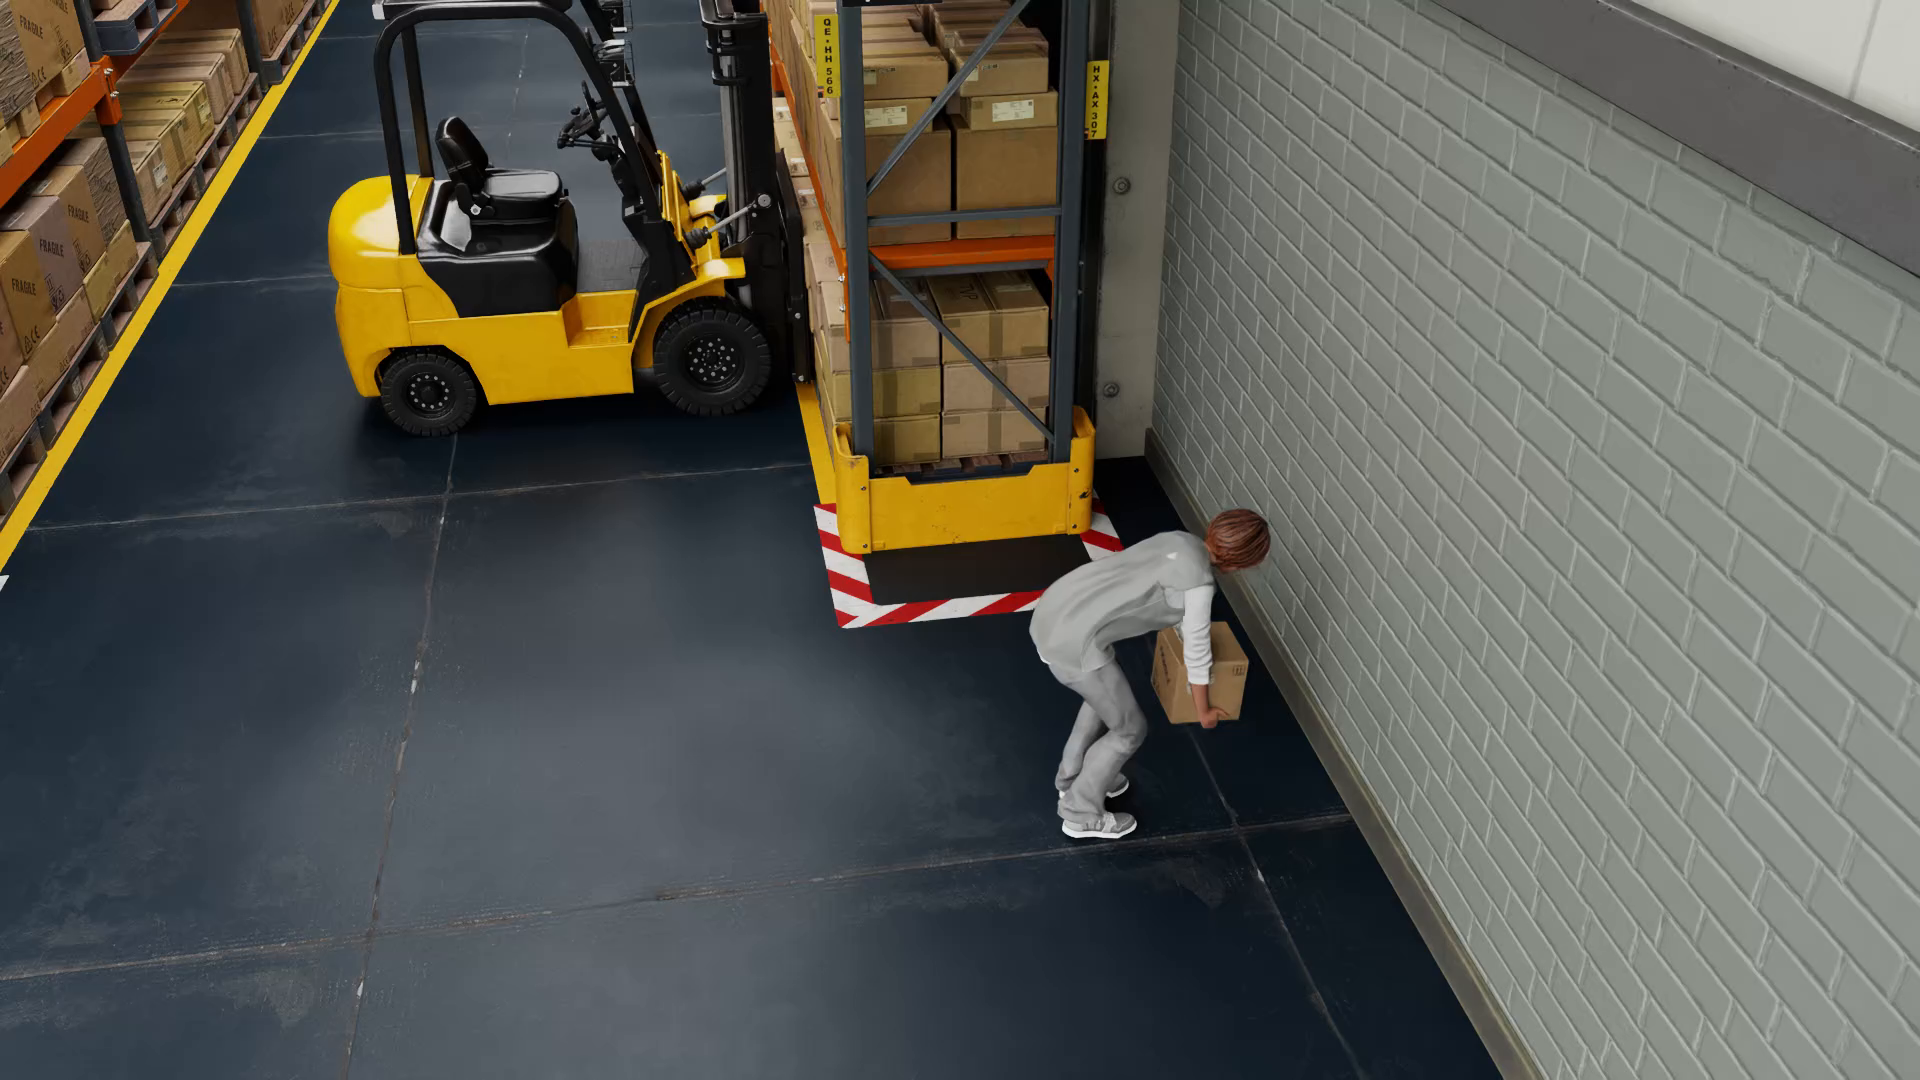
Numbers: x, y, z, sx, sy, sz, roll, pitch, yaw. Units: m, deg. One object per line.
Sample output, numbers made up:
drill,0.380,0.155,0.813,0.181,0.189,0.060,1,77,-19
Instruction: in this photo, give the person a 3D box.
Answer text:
person,0.646,0.465,5.770,0.820,1.189,0.388,-6,32,-11
